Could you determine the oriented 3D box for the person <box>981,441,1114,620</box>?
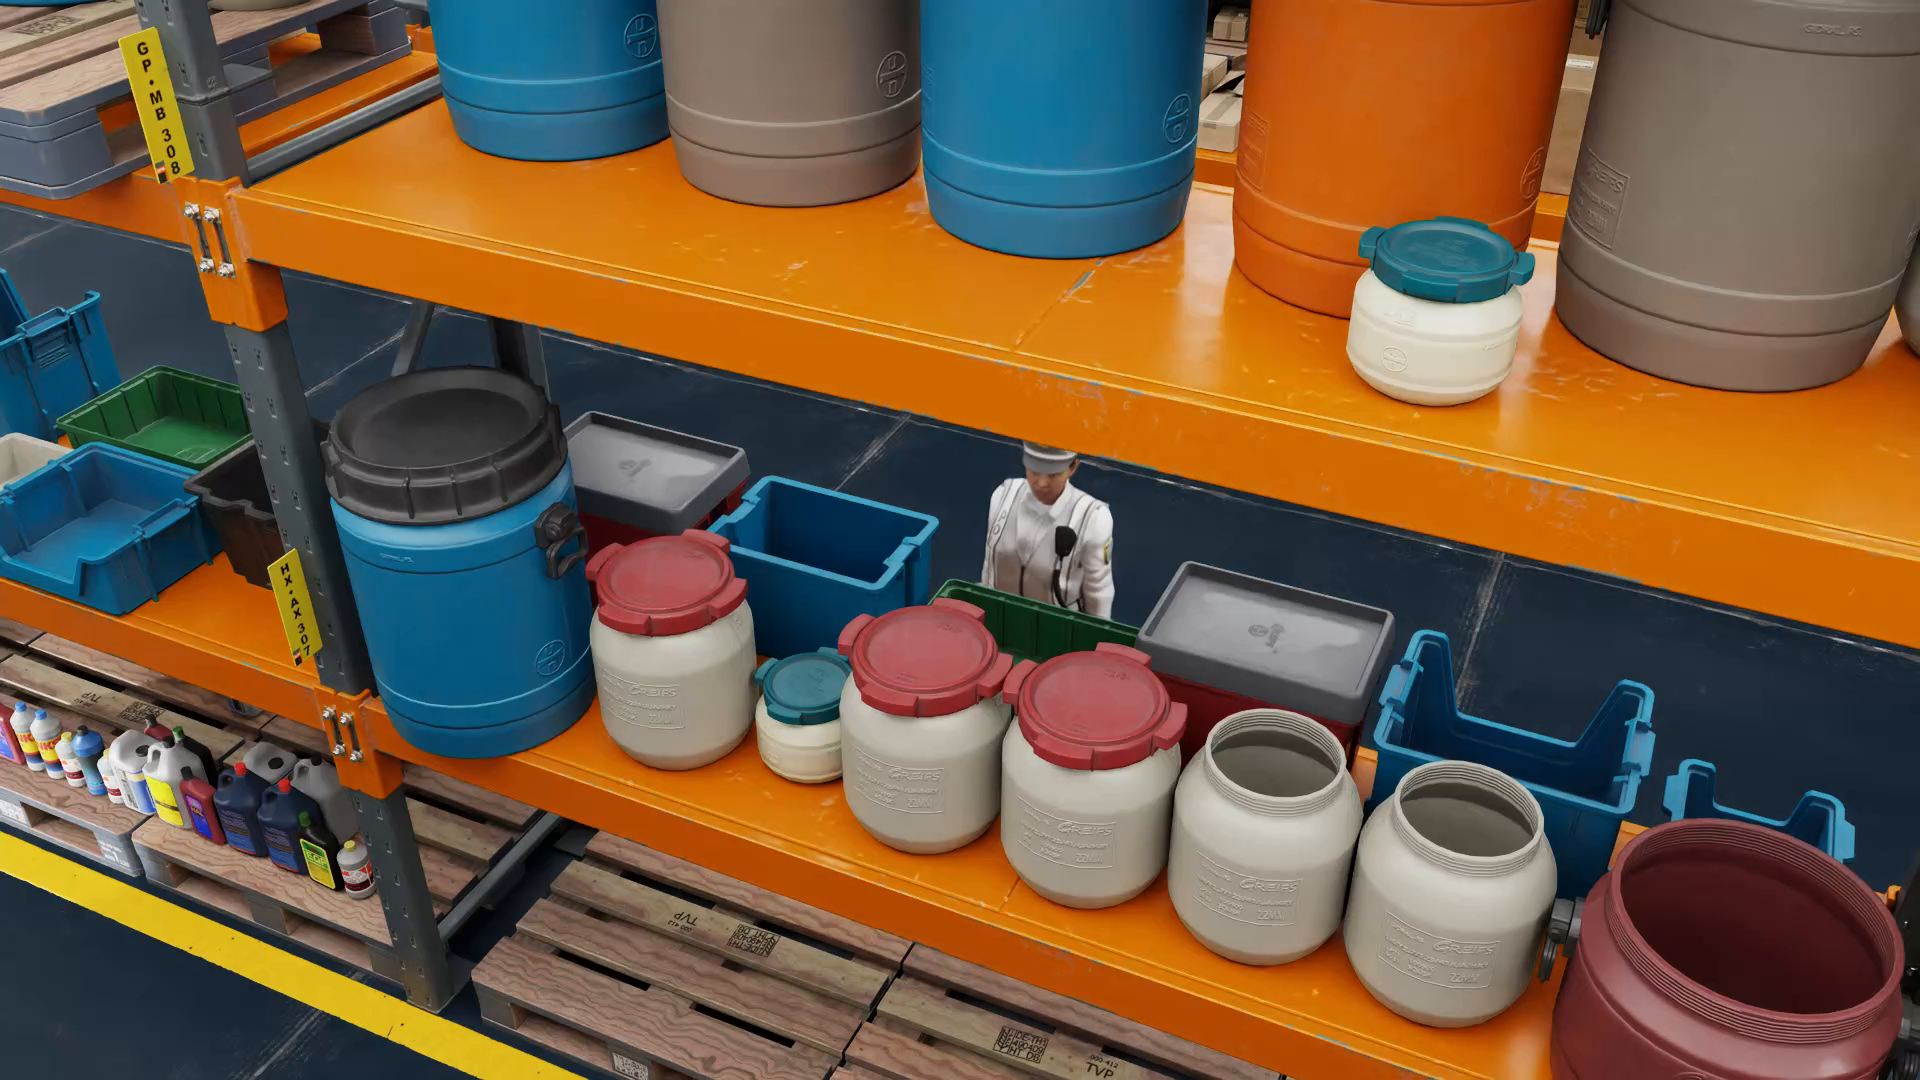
[{"bbox_3d":[0.278,0.336,5.646,0.466,1.701,0.343,15,37,21],"label":"person"}]
